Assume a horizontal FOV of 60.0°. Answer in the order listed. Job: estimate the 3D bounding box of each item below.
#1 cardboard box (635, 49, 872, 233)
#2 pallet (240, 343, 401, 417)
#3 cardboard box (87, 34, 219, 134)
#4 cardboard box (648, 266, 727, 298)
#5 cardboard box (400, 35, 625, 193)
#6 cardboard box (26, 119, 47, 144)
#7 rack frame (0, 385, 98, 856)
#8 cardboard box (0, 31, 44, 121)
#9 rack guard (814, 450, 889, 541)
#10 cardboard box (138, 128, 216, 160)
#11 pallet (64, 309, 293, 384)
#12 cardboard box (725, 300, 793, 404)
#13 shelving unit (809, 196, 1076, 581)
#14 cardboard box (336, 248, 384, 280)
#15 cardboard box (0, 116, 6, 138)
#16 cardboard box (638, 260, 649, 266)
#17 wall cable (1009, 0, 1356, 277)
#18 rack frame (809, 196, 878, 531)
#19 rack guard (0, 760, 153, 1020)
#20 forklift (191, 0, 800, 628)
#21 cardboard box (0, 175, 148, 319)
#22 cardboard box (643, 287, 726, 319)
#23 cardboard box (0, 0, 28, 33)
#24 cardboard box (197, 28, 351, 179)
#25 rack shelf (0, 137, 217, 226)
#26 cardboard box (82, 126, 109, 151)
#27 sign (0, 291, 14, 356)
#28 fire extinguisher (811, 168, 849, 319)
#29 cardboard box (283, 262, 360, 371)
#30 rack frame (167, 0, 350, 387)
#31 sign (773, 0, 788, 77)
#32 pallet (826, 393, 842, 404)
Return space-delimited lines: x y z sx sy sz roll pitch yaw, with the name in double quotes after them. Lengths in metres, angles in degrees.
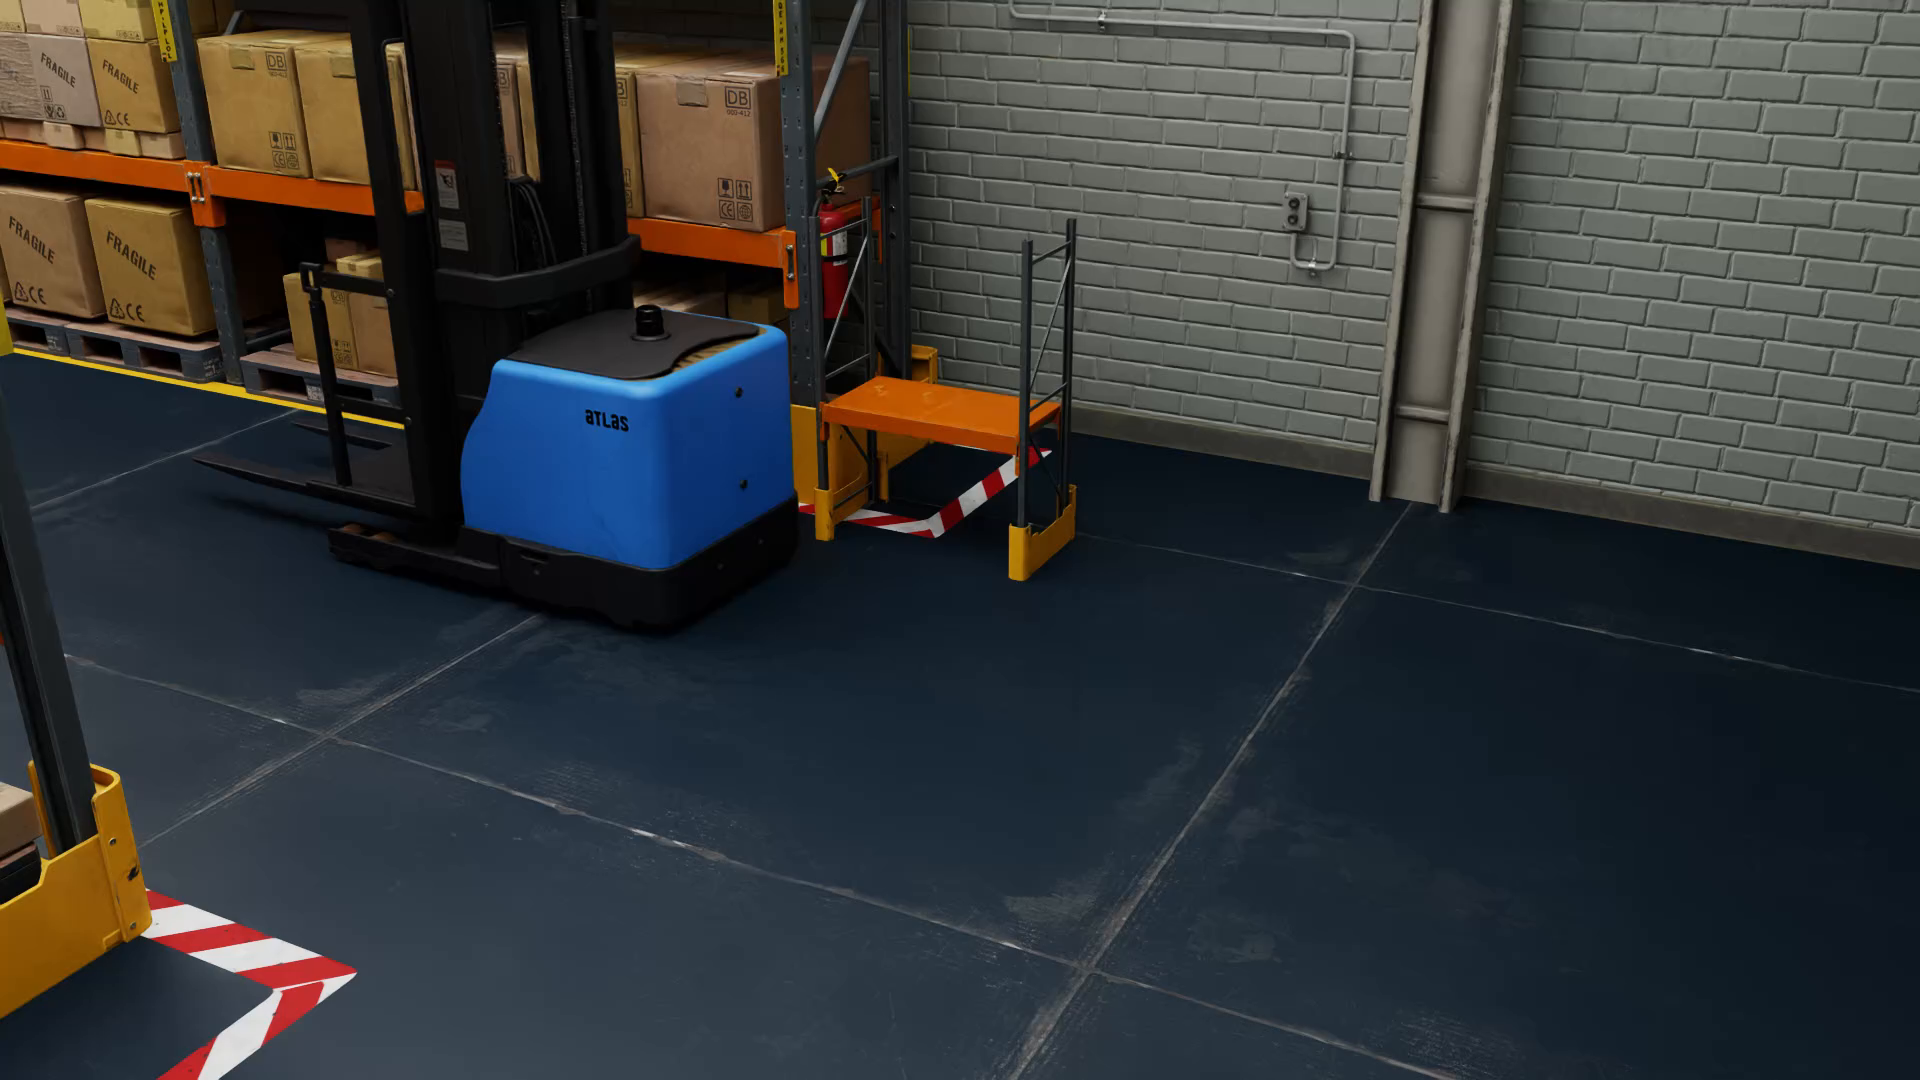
-0.995 -1.996 8.227 0.700 0.700 0.980 12 26 27 "cardboard box"
-3.462 -1.033 9.909 1.213 0.211 1.003 11 25 25 "pallet"
-4.631 -2.663 9.646 0.500 0.500 0.500 11 25 24 "cardboard box"
-1.456 -1.339 8.893 0.250 0.149 0.380 11 26 25 "cardboard box"
-2.325 -2.258 8.845 0.700 0.700 0.980 10 25 22 "cardboard box"
-5.432 -2.522 10.144 0.250 0.149 0.380 11 25 25 "cardboard box"
-2.767 -0.041 4.013 0.127 3.000 1.000 11 25 25 "rack frame"
-5.535 -2.842 10.066 0.500 0.500 0.500 11 26 25 "cardboard box"
-0.512 -0.217 7.939 0.087 0.250 0.587 11 25 25 "rack guard"
-4.534 -2.332 9.697 0.250 0.149 0.380 11 26 25 "cardboard box"
-4.828 -1.304 10.548 1.213 0.211 1.003 11 25 25 "pallet"
-1.205 -0.903 8.698 0.500 0.500 0.700 11 25 25 "cardboard box"
-0.068 -0.704 7.488 1.083 1.500 0.587 11 25 25 "shelving unit"
-3.261 -1.527 9.337 0.250 0.149 0.380 12 26 26 "cardboard box"
-5.880 -2.623 10.380 0.250 0.149 0.380 12 26 26 "cardboard box"
-1.906 -1.428 9.103 0.250 0.149 0.380 12 26 25 "cardboard box"
1.034 -2.343 8.129 1.851 1.984 0.084 11 25 25 "wall cable"
-0.530 -0.795 7.703 0.032 1.500 0.500 11 25 25 "rack frame"
-2.835 1.096 4.534 0.348 0.500 1.175 11 25 25 "rack guard"
-2.271 -1.384 7.259 3.031 2.935 1.130 12 26 26 "forklift"
-5.538 -1.907 10.612 0.750 0.750 0.750 12 26 26 "cardboard box"
-1.402 -1.161 8.475 0.250 0.149 0.380 11 25 24 "cardboard box"
-5.544 -3.192 9.931 0.500 0.250 0.500 12 26 26 "cardboard box"
-3.628 -2.514 9.446 0.700 0.700 0.980 12 26 25 "cardboard box"
-5.890 -2.500 10.715 4.000 0.370 1.077 11 25 25 "rack shelf"
-4.981 -2.430 9.927 0.250 0.149 0.380 12 26 26 "cardboard box"
-2.522 -0.629 4.289 0.005 0.325 0.100 11 25 25 "sign"
-0.609 -1.376 7.729 0.183 0.674 0.296 11 25 25 "fire extinguisher"
-3.484 -1.353 9.756 0.500 0.500 0.700 12 26 25 "cardboard box"
-4.105 -2.478 9.743 0.127 3.000 1.000 11 25 25 "rack frame"
-0.793 -2.226 7.370 0.005 0.325 0.100 11 25 25 "sign"
-1.284 -0.602 8.896 1.213 0.211 1.003 11 25 25 "pallet"
